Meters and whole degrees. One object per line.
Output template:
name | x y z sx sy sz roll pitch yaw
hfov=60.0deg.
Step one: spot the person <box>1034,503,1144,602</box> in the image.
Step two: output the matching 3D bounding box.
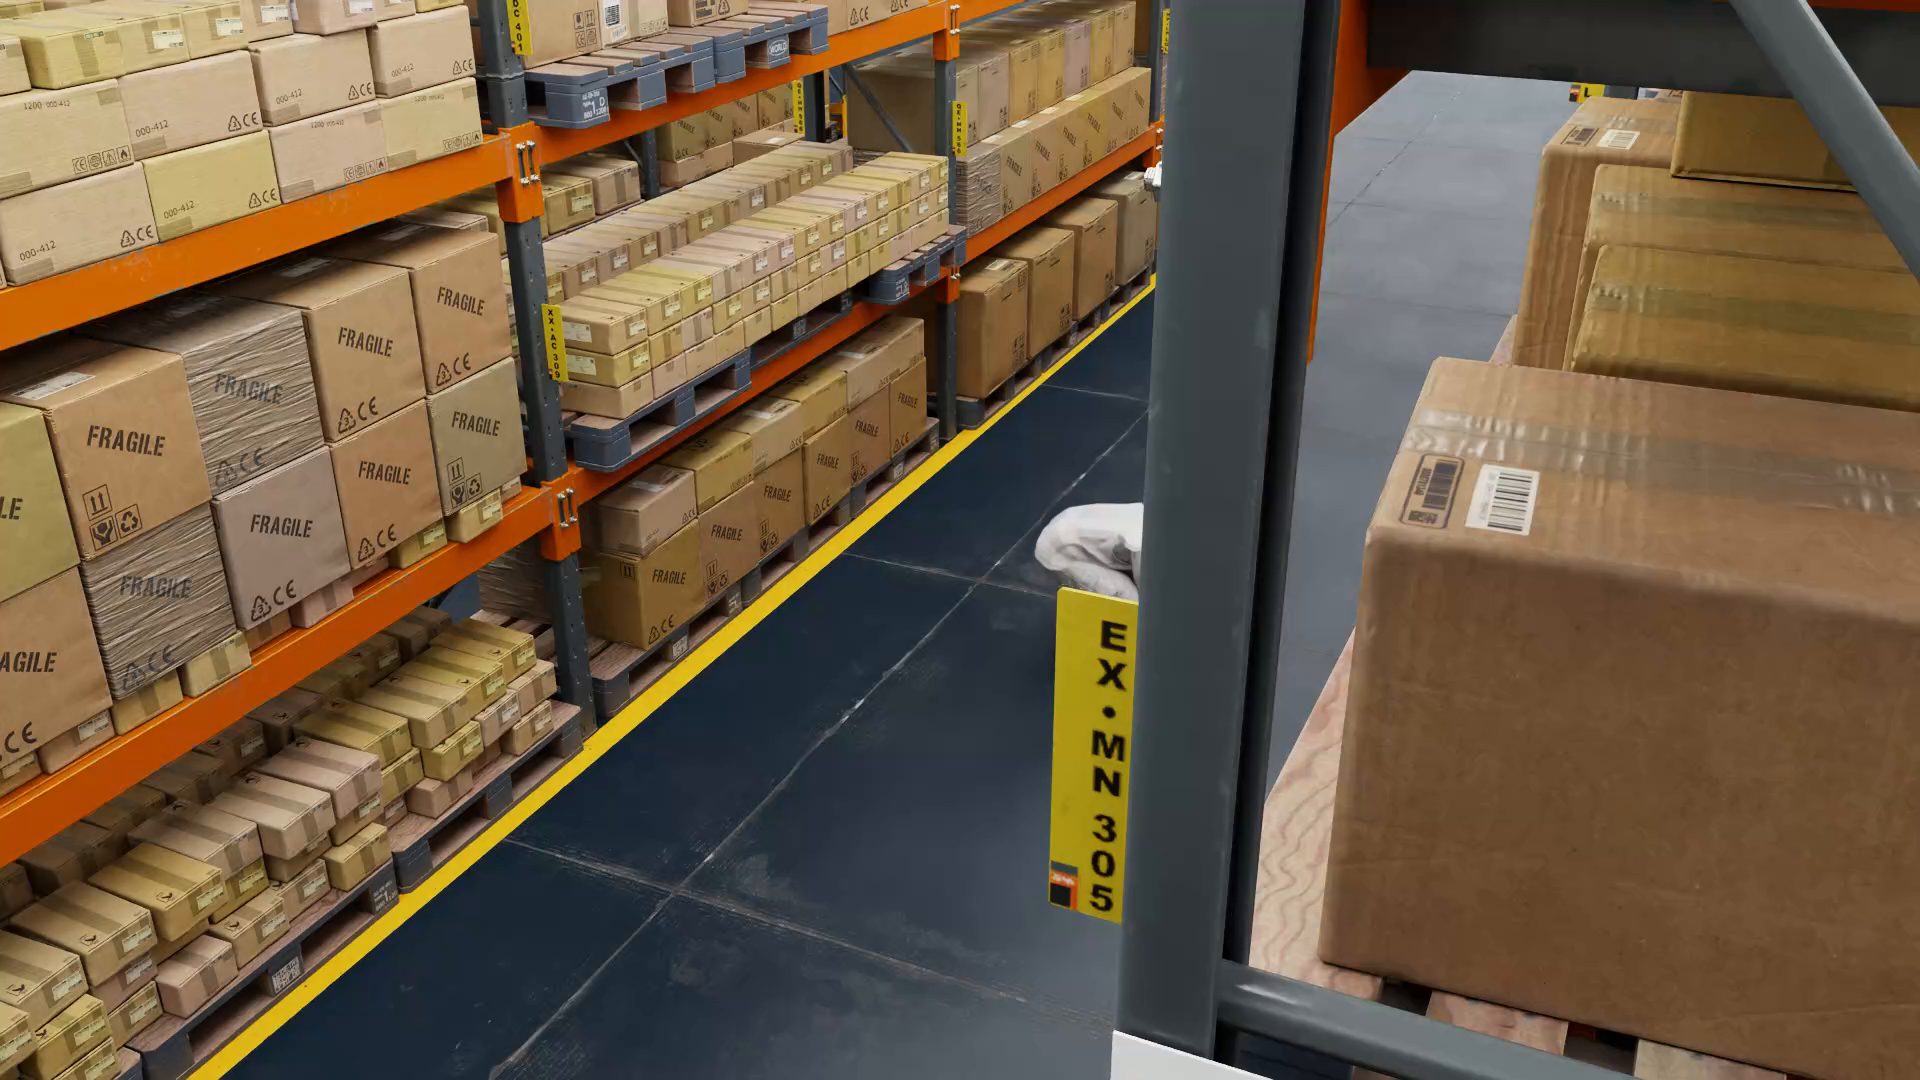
person | 0.853 0.204 8.370 0.951 0.796 0.529 11 28 21
